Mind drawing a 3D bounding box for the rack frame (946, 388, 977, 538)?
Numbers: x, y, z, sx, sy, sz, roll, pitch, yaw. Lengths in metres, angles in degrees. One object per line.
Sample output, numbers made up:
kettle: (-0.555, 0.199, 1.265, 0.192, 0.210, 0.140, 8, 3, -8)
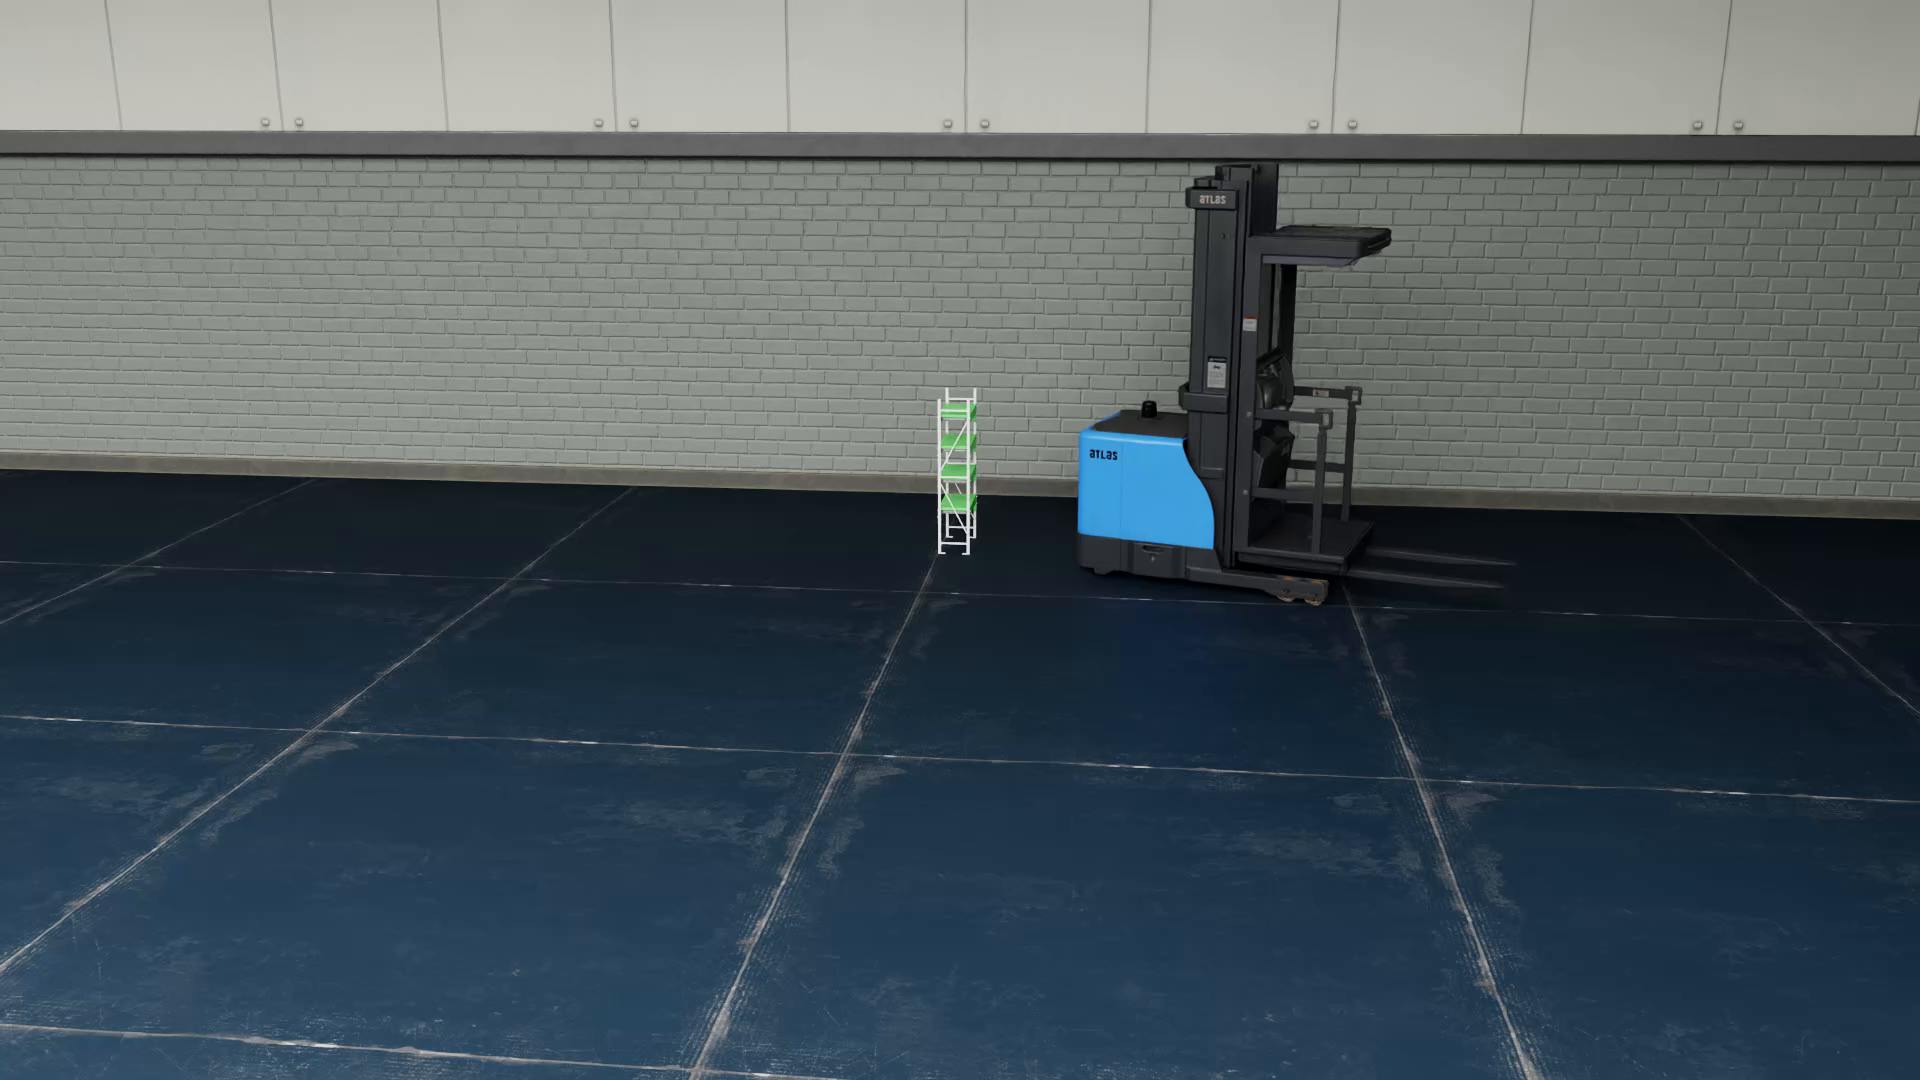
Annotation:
rack frame: (0.009, -0.600, 13.081, 0.240, 1.200, 0.015, 2, 15, 6)

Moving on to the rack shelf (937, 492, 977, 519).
rack shelf: (-0.019, -0.243, 12.926, 0.258, 0.148, 0.480, 2, 15, 6)

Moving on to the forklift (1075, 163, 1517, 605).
forklift: (2.409, -1.123, 11.700, 3.031, 2.935, 1.130, 7, 17, 23)

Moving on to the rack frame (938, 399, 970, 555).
rack frame: (-0.046, -0.473, 12.613, 0.240, 1.200, 0.015, 2, 15, 6)

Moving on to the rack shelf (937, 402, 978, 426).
rack shelf: (-0.019, -0.938, 12.738, 0.258, 0.148, 0.480, 2, 15, 6)

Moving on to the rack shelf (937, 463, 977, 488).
rack shelf: (-0.019, -0.475, 12.863, 0.258, 0.148, 0.480, 2, 15, 6)

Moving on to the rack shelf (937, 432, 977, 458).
rack shelf: (-0.019, -0.706, 12.801, 0.258, 0.148, 0.480, 2, 15, 6)

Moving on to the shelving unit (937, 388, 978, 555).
shelving unit: (-0.019, -0.536, 12.847, 0.258, 1.200, 0.503, 2, 15, 6)
